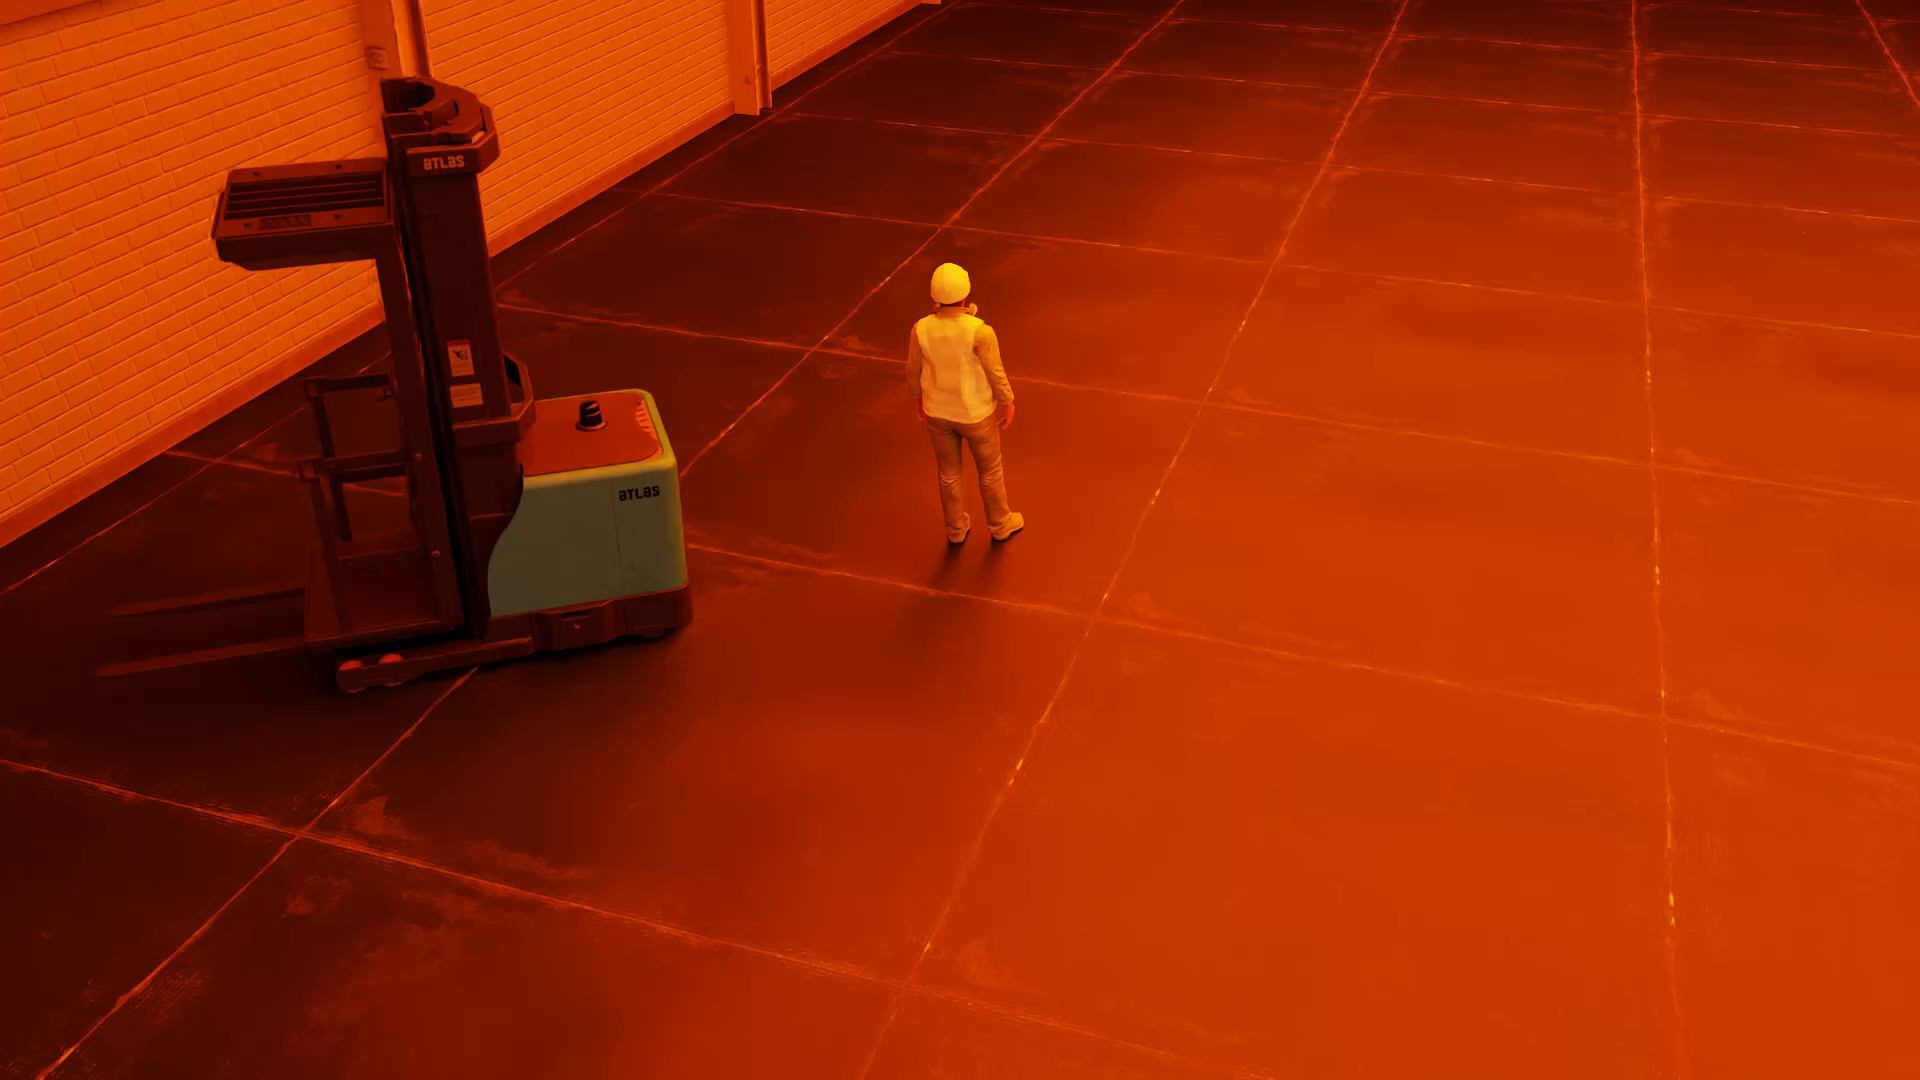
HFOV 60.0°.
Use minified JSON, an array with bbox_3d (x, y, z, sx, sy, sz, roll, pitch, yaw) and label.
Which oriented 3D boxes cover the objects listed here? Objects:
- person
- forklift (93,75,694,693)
[{"bbox_3d":[0.027,-0.806,9.703,0.634,1.775,0.566,10,31,16],"label":"person"},{"bbox_3d":[-3.050,-0.768,8.484,3.031,2.935,1.130,-9,31,-15],"label":"forklift"}]
